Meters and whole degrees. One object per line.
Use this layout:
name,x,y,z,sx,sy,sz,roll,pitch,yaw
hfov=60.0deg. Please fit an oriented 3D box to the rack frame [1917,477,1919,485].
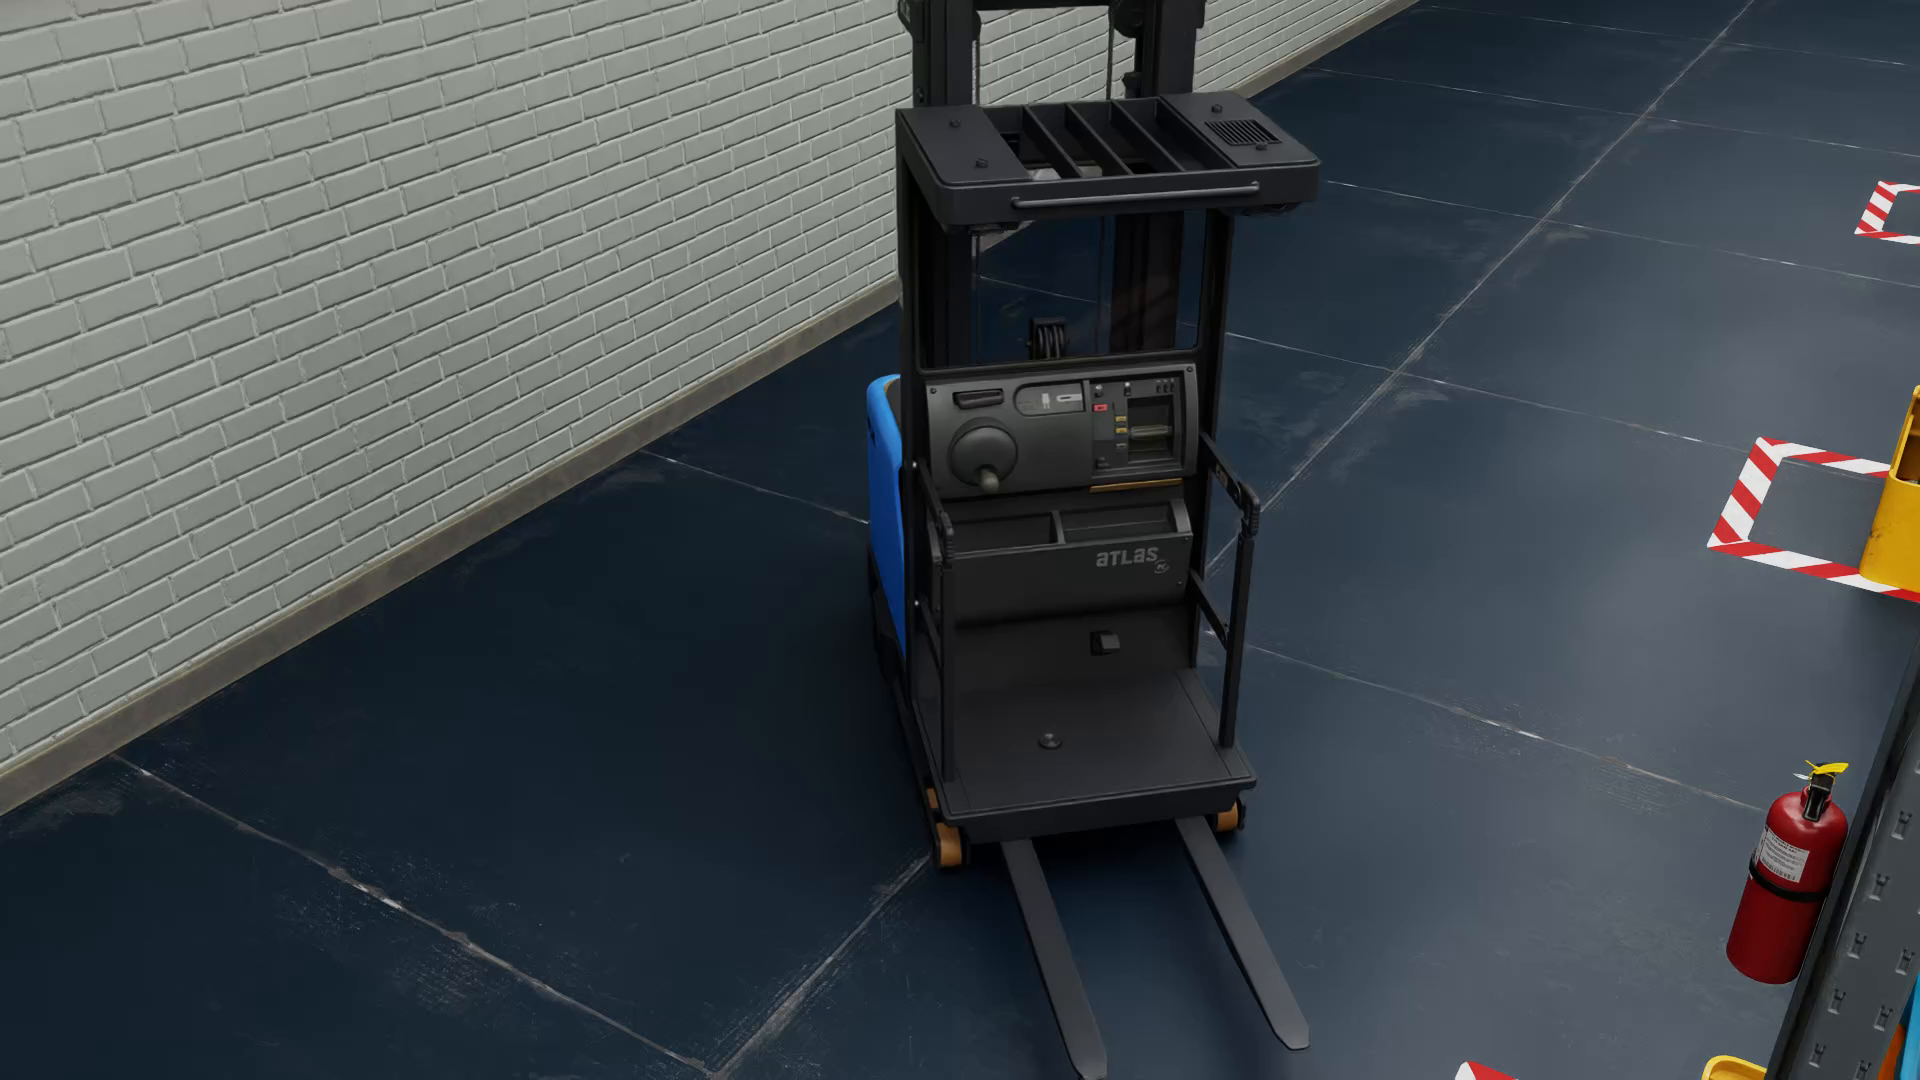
rack frame,4.500,-1.325,7.045,0.127,3.000,1.000,18,35,27

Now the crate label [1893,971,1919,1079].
crate label,1.901,1.042,3.095,0.303,0.233,0.416,18,35,27

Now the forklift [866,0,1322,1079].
forklift,0.392,-0.326,5.401,1.130,2.935,3.031,-6,31,-10

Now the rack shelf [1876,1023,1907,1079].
rack shelf,3.561,1.635,2.685,4.000,0.370,1.077,18,35,27

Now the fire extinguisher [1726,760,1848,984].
fire extinguisher,1.981,0.749,3.937,0.183,0.674,0.296,18,35,27

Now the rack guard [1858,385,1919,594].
rack guard,4.480,-0.252,7.686,0.348,0.500,1.175,18,35,27

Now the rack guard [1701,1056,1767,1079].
rack guard,1.840,1.867,4.053,0.348,0.500,1.175,18,35,27

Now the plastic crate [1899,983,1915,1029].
plastic crate,2.250,0.757,3.381,0.499,0.435,0.616,18,35,27
